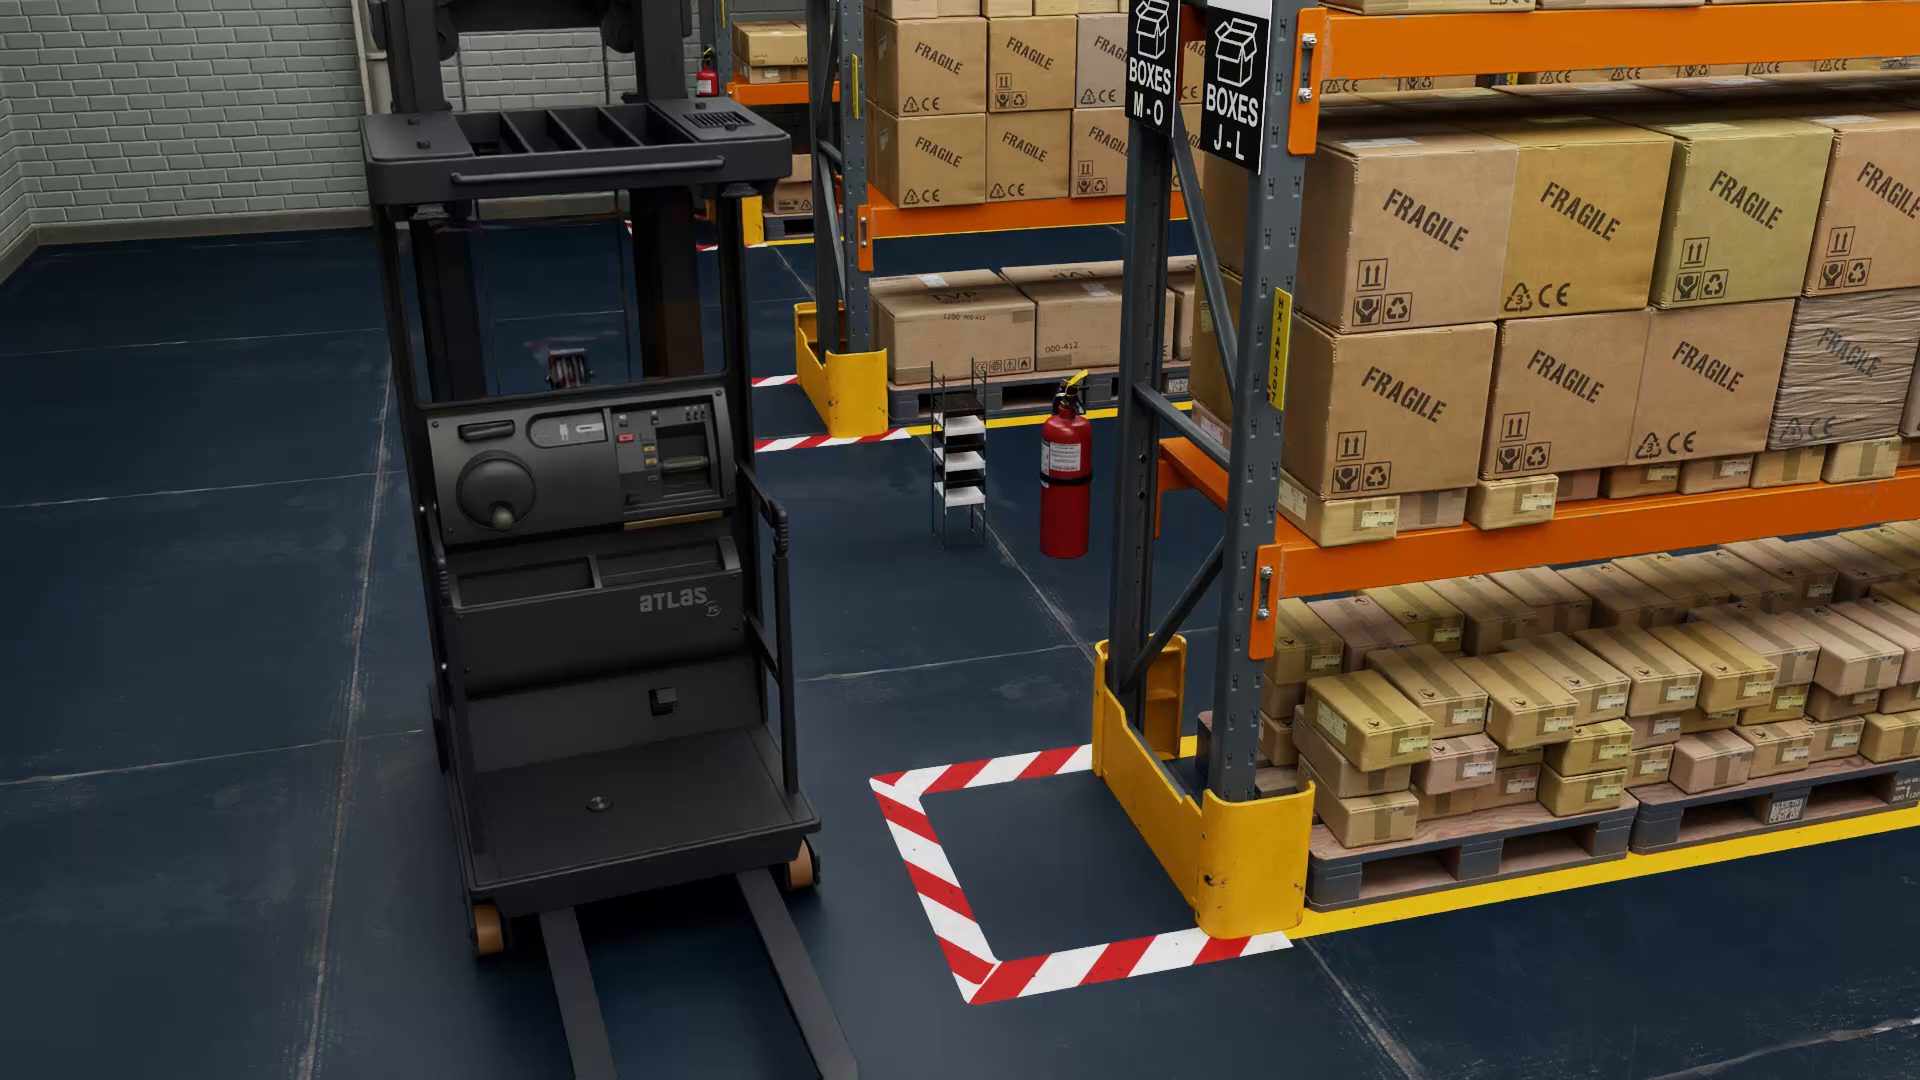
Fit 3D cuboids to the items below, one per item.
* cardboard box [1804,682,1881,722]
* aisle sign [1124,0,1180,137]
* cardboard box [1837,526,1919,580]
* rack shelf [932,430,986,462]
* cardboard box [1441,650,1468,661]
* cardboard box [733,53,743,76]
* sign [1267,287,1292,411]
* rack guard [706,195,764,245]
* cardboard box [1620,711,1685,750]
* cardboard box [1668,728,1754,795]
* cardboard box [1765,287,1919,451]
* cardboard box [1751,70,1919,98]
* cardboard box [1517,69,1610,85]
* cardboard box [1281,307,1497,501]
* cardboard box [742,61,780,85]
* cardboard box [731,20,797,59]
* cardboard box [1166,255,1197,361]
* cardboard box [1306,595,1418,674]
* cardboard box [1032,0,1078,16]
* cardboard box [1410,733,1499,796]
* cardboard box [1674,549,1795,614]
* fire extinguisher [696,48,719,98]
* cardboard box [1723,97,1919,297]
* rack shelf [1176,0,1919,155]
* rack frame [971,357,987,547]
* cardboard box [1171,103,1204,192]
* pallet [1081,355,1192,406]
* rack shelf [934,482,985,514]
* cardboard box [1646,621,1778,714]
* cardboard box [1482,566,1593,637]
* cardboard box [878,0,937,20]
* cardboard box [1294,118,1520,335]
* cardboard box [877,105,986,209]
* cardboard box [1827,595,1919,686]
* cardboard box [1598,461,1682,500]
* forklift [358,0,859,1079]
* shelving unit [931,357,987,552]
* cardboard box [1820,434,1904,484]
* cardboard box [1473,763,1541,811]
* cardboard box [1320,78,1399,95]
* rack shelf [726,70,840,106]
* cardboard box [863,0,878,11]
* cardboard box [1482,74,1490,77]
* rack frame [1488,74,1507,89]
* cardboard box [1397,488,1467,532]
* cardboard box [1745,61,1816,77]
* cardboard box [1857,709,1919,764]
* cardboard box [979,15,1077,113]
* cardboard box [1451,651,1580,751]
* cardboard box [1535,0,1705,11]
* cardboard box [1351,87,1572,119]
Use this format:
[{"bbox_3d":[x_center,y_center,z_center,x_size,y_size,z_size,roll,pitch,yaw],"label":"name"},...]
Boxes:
[{"bbox_3d":[3.081,0.490,6.011,0.250,0.149,0.380,-7,24,-17],"label":"cardboard box"},{"bbox_3d":[0.578,-1.634,4.956,0.004,0.787,0.394,-6,24,-14],"label":"aisle sign"},{"bbox_3d":[3.681,0.095,6.552,0.250,0.149,0.380,-7,24,-15],"label":"cardboard box"},{"bbox_3d":[-0.008,-0.465,8.048,0.200,0.077,0.258,-6,24,-14],"label":"rack shelf"},{"bbox_3d":[1.660,0.427,6.156,0.250,0.149,0.380,-7,24,-17],"label":"cardboard box"},{"bbox_3d":[-1.803,-4.107,14.337,0.250,0.149,0.380,-7,24,-15],"label":"cardboard box"},{"bbox_3d":[0.876,-0.525,4.571,0.005,0.325,0.100,-6,24,-14],"label":"sign"},{"bbox_3d":[-1.977,-2.945,14.479,0.348,0.500,1.175,-6,24,-14],"label":"rack guard"},{"bbox_3d":[2.300,0.571,5.820,0.250,0.149,0.380,-7,24,-17],"label":"cardboard box"},{"bbox_3d":[2.546,0.720,5.852,0.250,0.149,0.380,-8,24,-17],"label":"cardboard box"},{"bbox_3d":[2.709,-0.629,5.408,0.500,0.500,0.500,-7,24,-16],"label":"cardboard box"},{"bbox_3d":[3.092,-1.343,5.803,0.500,0.500,0.500,-6,24,-13],"label":"cardboard box"},{"bbox_3d":[3.647,-3.071,10.207,0.500,0.500,0.500,-6,24,-14],"label":"cardboard box"},{"bbox_3d":[1.236,-0.458,5.010,0.500,0.500,0.500,-5,24,-12],"label":"cardboard box"},{"bbox_3d":[-1.659,-3.901,13.856,0.250,0.149,0.380,-6,24,-15],"label":"cardboard box"},{"bbox_3d":[-1.679,-4.303,14.287,0.500,0.250,0.500,-6,24,-13],"label":"cardboard box"},{"bbox_3d":[1.651,-1.521,10.708,0.875,0.438,0.875,-7,24,-16],"label":"cardboard box"},{"bbox_3d":[1.428,0.353,5.951,0.250,0.149,0.380,-6,24,-13],"label":"cardboard box"},{"bbox_3d":[0.474,-3.012,9.247,0.250,0.149,0.380,-7,24,-16],"label":"cardboard box"},{"bbox_3d":[1.582,0.682,5.563,0.250,0.149,0.380,-6,24,-15],"label":"cardboard box"},{"bbox_3d":[2.929,0.188,6.335,0.250,0.149,0.380,-7,24,-17],"label":"cardboard box"},{"bbox_3d":[-2.067,-3.687,13.611,0.183,0.674,0.296,-6,24,-14],"label":"fire extinguisher"},{"bbox_3d":[2.714,-1.081,5.192,0.500,0.500,0.500,-7,24,-16],"label":"cardboard box"},{"bbox_3d":[2.655,-1.594,5.268,4.000,0.370,1.077,-6,24,-14],"label":"rack shelf"},{"bbox_3d":[0.090,-0.424,8.096,0.006,0.900,0.240,-6,24,-14],"label":"rack frame"},{"bbox_3d":[1.286,-2.361,9.821,0.500,0.500,0.500,-6,24,-13],"label":"cardboard box"},{"bbox_3d":[1.216,-1.163,10.693,1.213,0.211,1.003,-6,24,-14],"label":"pallet"},{"bbox_3d":[-0.008,-0.217,8.155,0.200,0.077,0.258,-6,24,-14],"label":"rack shelf"},{"bbox_3d":[2.587,0.436,5.757,0.250,0.149,0.380,-6,24,-14],"label":"cardboard box"},{"bbox_3d":[2.153,0.224,6.252,0.250,0.149,0.380,-5,24,-12],"label":"cardboard box"},{"bbox_3d":[-0.289,-2.938,9.075,0.250,0.149,0.380,-6,24,-13],"label":"cardboard box"},{"bbox_3d":[1.233,-0.922,4.823,0.500,0.500,0.500,-6,24,-15],"label":"cardboard box"},{"bbox_3d":[-0.166,-2.189,9.422,0.500,0.500,0.500,-7,24,-15],"label":"cardboard box"},{"bbox_3d":[3.328,0.355,5.947,0.250,0.149,0.380,-8,24,-17],"label":"cardboard box"},{"bbox_3d":[2.117,-0.278,5.412,0.250,0.149,0.380,-7,24,-15],"label":"cardboard box"},{"bbox_3d":[-1.108,-0.229,5.066,1.130,2.935,3.031,-8,25,-19],"label":"forklift"},{"bbox_3d":[-0.008,-0.413,8.071,0.210,0.900,0.258,-6,24,-14],"label":"shelving unit"},{"bbox_3d":[2.883,-0.330,5.534,0.250,0.149,0.380,-6,24,-13],"label":"cardboard box"},{"bbox_3d":[1.787,0.762,5.753,0.250,0.149,0.380,-6,24,-14],"label":"cardboard box"},{"bbox_3d":[2.275,-2.927,9.872,0.500,0.500,0.500,-7,24,-15],"label":"cardboard box"},{"bbox_3d":[-0.124,-3.968,14.606,4.000,0.370,1.077,-6,24,-14],"label":"rack shelf"},{"bbox_3d":[-0.414,-3.119,9.498,0.250,0.149,0.380,-6,24,-14],"label":"cardboard box"},{"bbox_3d":[3.508,-3.276,10.685,0.500,0.500,0.500,-6,24,-13],"label":"cardboard box"},{"bbox_3d":[3.146,-2.627,10.569,0.127,3.000,1.000,-6,24,-14],"label":"rack frame"},{"bbox_3d":[1.363,-0.170,5.161,0.250,0.149,0.380,-5,24,-12],"label":"cardboard box"},{"bbox_3d":[5.109,-3.245,10.614,0.500,0.500,0.500,-7,24,-15],"label":"cardboard box"},{"bbox_3d":[3.298,0.640,6.038,0.250,0.149,0.380,-6,24,-14],"label":"cardboard box"},{"bbox_3d":[0.329,-2.707,9.361,0.500,0.500,0.500,-7,24,-16],"label":"cardboard box"},{"bbox_3d":[1.835,0.531,5.537,0.250,0.149,0.380,-6,24,-15],"label":"cardboard box"},{"bbox_3d":[1.739,-1.648,4.672,0.500,0.250,0.500,-6,24,-13],"label":"cardboard box"},{"bbox_3d":[1.590,-1.172,5.405,0.500,0.500,0.500,-7,24,-16],"label":"cardboard box"}]
